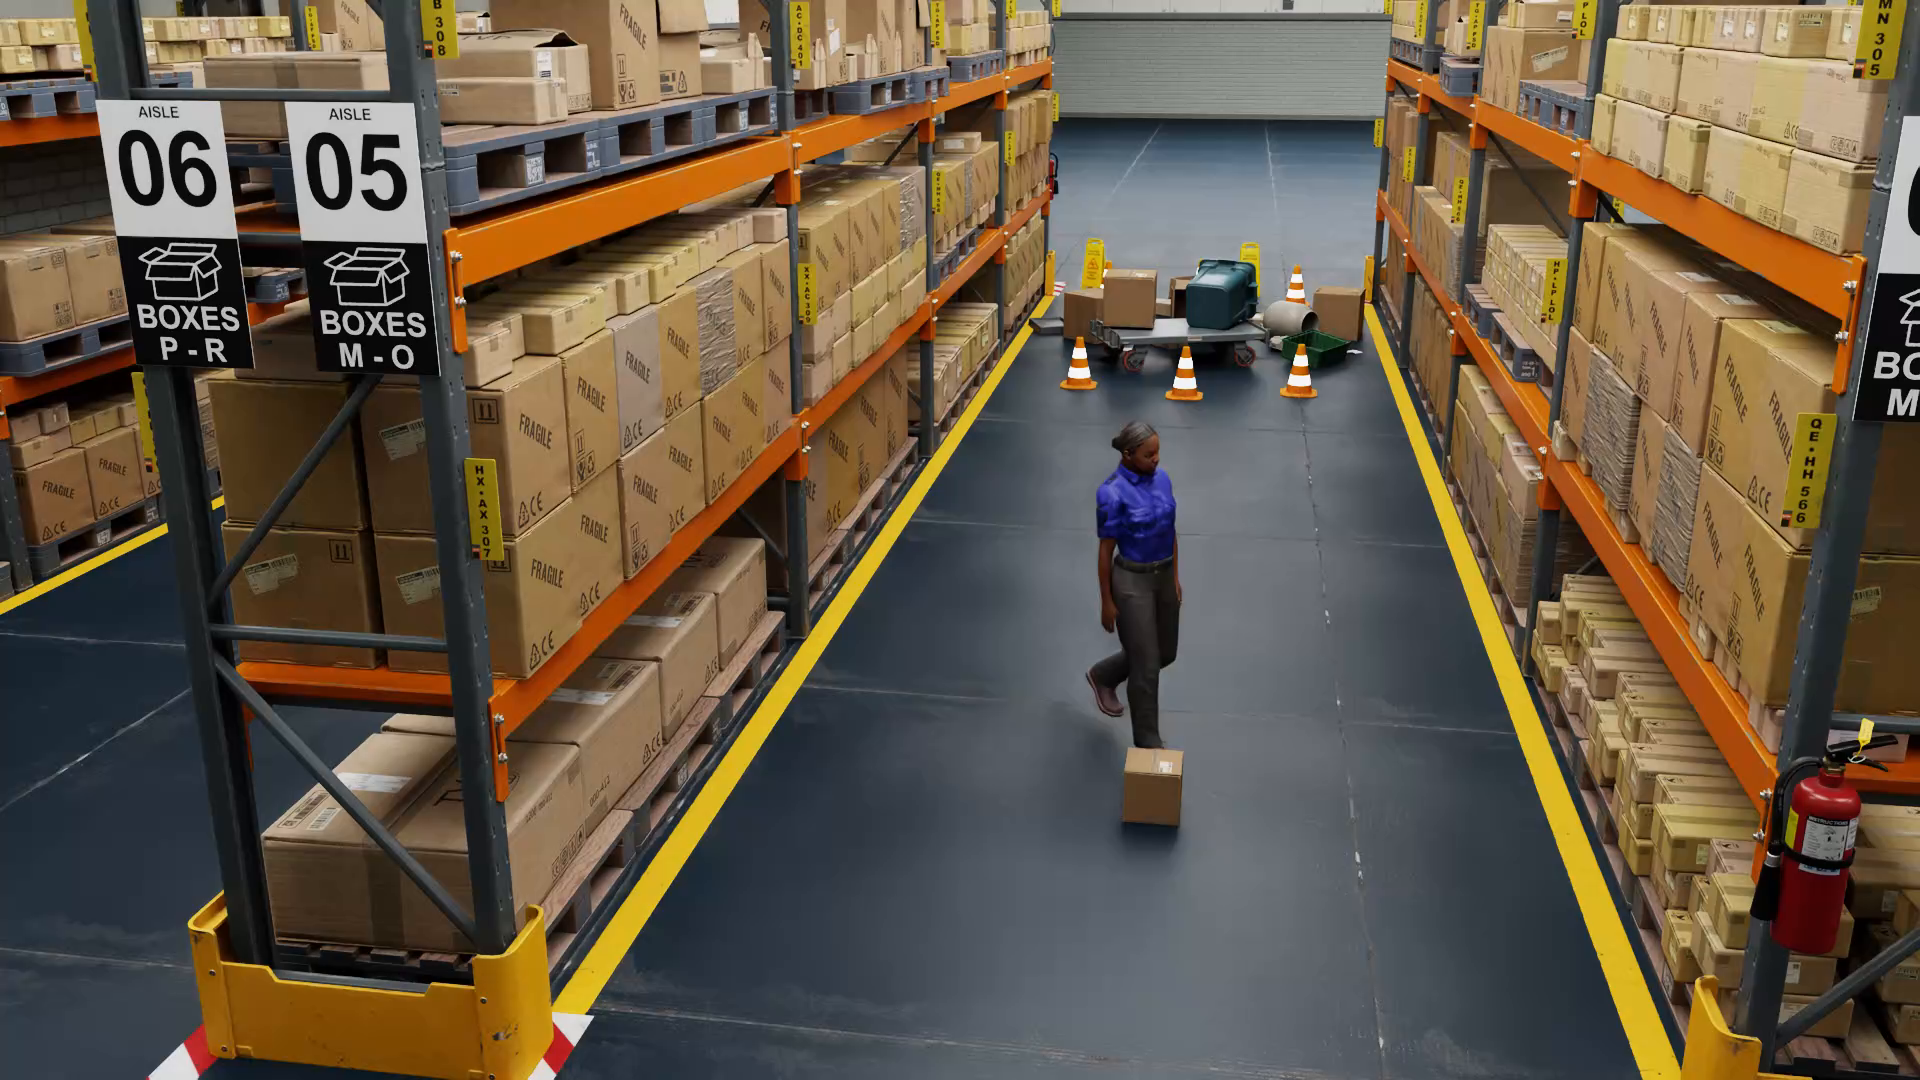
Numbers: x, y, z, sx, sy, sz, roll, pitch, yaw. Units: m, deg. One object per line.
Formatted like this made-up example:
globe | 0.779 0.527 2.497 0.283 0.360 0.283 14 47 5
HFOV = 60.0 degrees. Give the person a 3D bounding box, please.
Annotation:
person | 0.838 0.216 7.881 0.468 1.635 0.769 -16 24 -41
